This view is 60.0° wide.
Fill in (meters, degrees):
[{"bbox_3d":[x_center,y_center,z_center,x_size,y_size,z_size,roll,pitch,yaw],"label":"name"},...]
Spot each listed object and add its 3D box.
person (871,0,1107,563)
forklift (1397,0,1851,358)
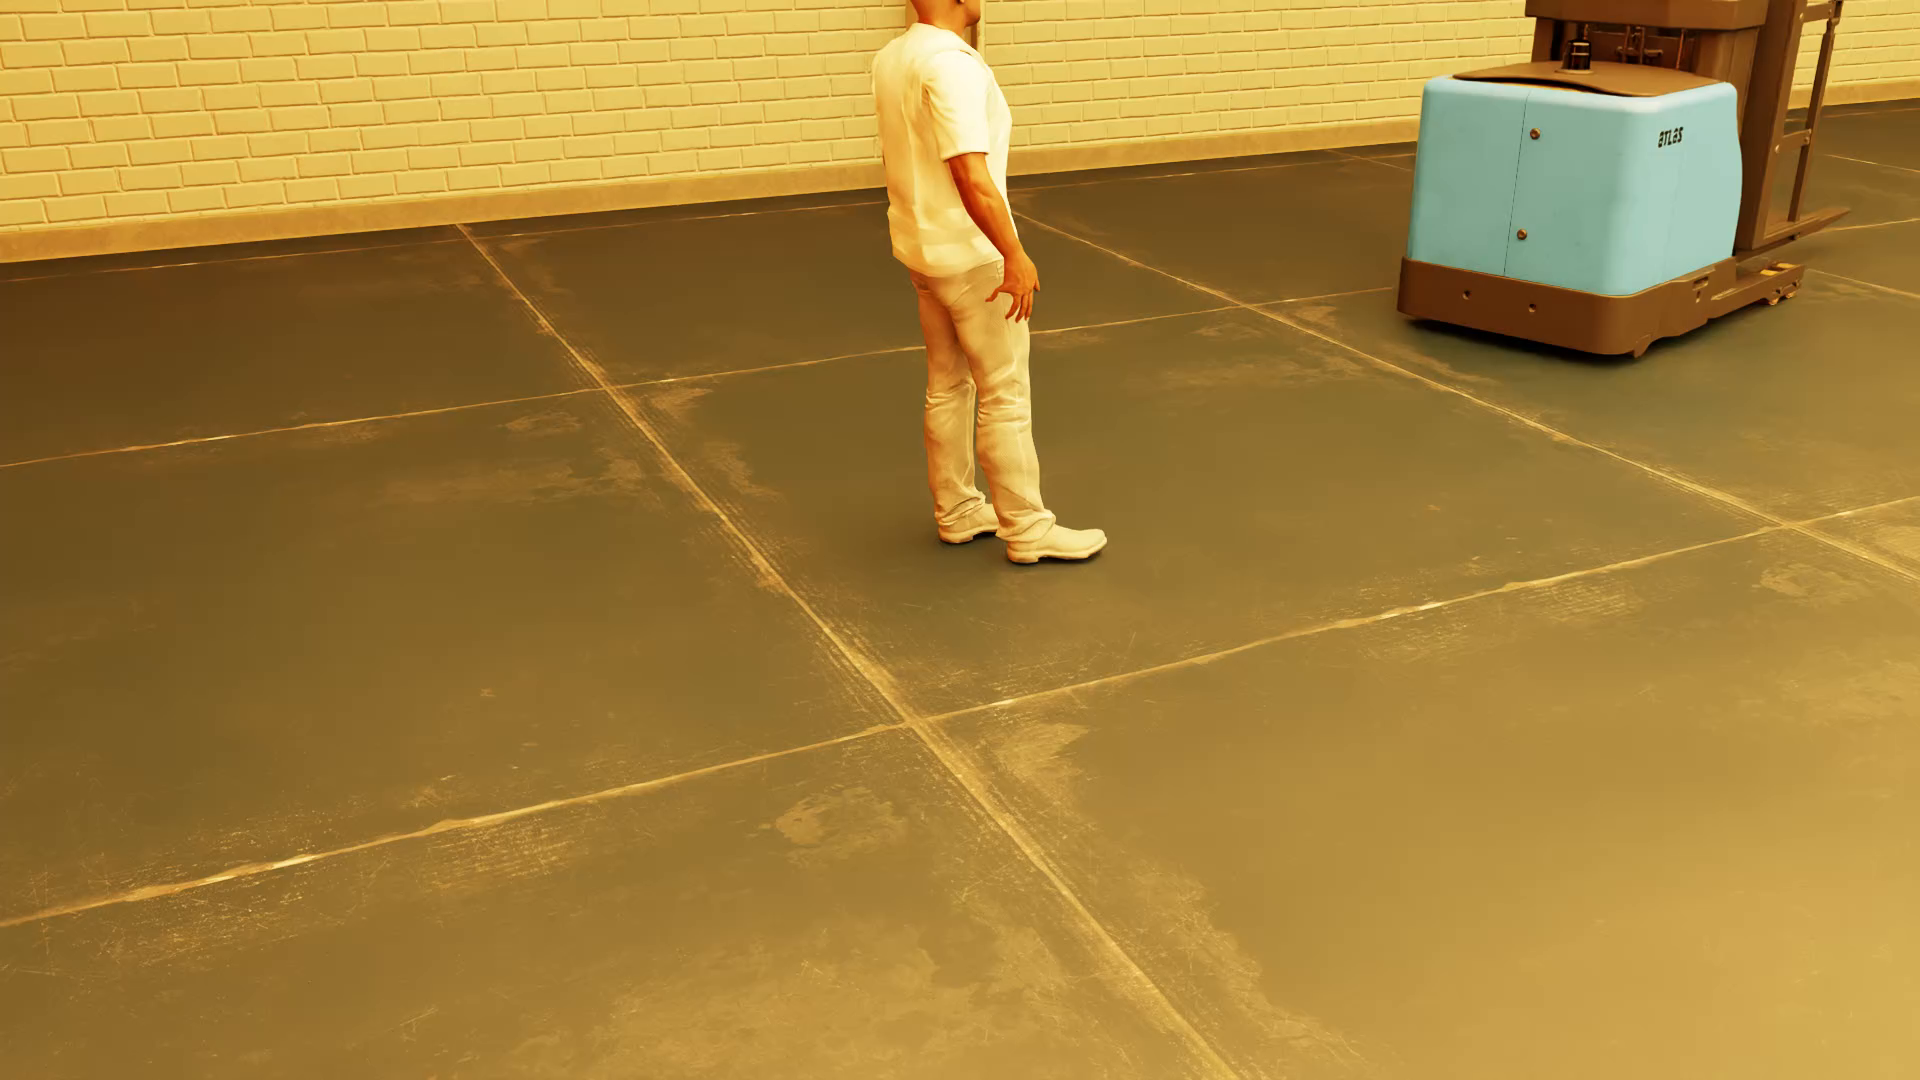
[{"bbox_3d":[0.066,-0.832,4.788,0.575,1.768,0.665,-10,25,-23],"label":"person"},{"bbox_3d":[3.343,-2.567,7.466,3.031,2.935,1.130,-21,30,-40],"label":"forklift"}]
